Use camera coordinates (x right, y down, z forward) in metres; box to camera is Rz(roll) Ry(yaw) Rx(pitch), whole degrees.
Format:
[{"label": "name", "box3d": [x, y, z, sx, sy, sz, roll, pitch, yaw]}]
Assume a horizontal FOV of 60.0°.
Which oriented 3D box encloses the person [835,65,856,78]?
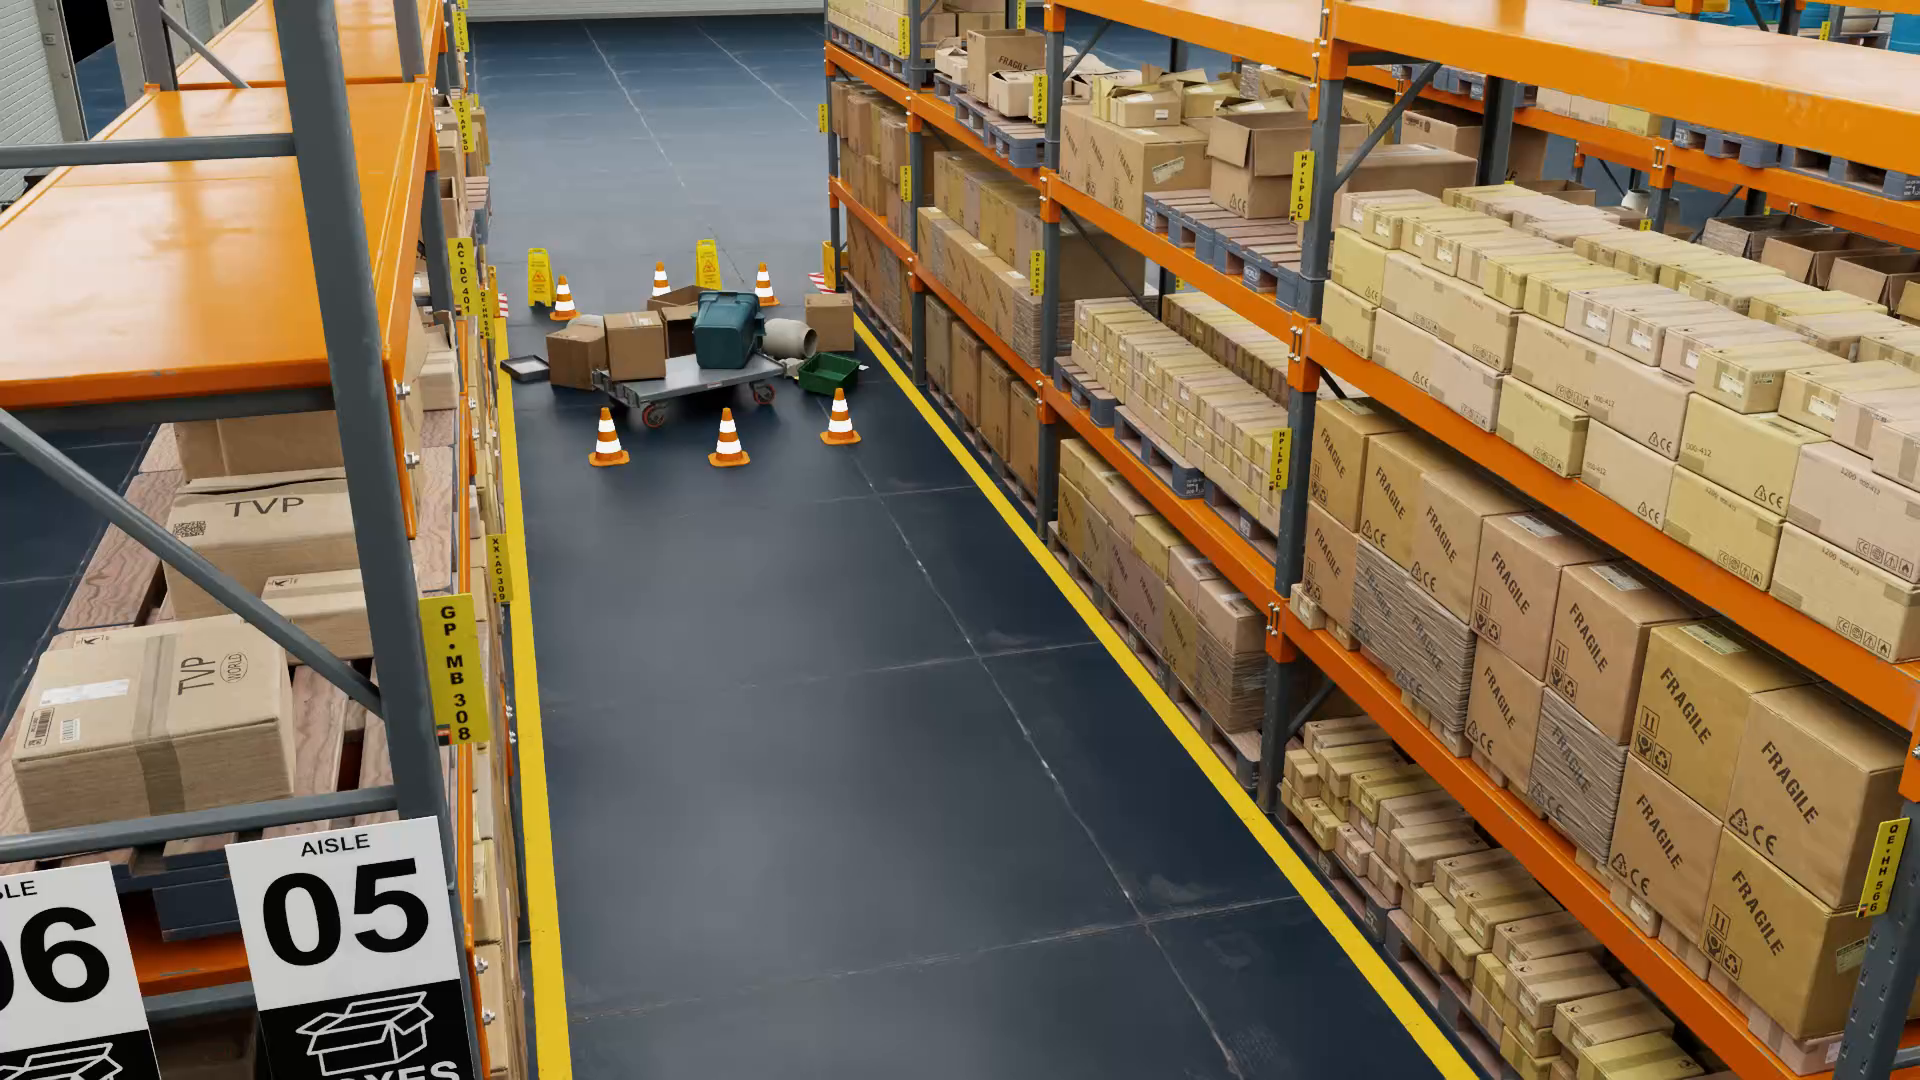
[{"label": "person", "box3d": [-0.712, -0.563, 8.915, 7.140, 2.342, 21.391, -8, 24, -19]}]
